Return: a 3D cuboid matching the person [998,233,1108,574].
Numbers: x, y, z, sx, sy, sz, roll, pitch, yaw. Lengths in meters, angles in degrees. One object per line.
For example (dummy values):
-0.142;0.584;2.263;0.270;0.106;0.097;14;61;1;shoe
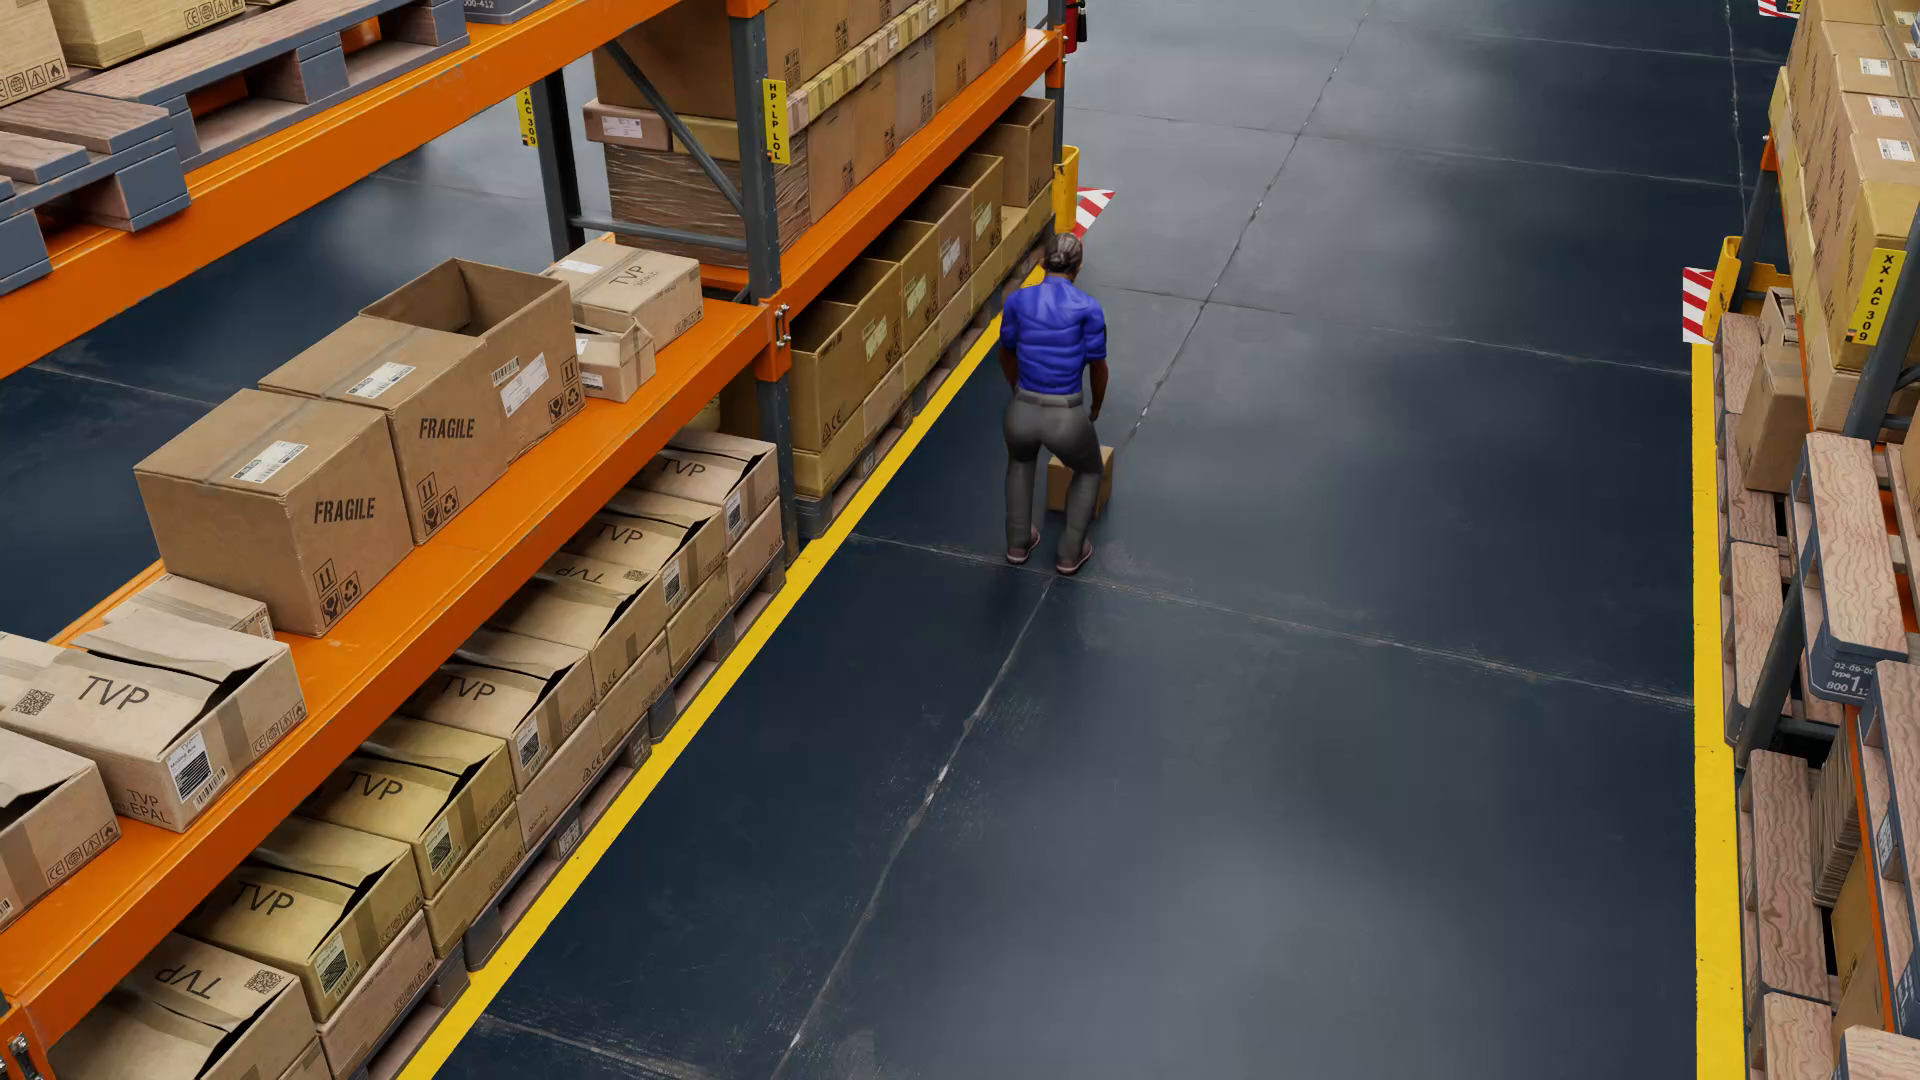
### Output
0.376;-0.562;7.183;0.490;1.465;0.556;12;35;17;person
